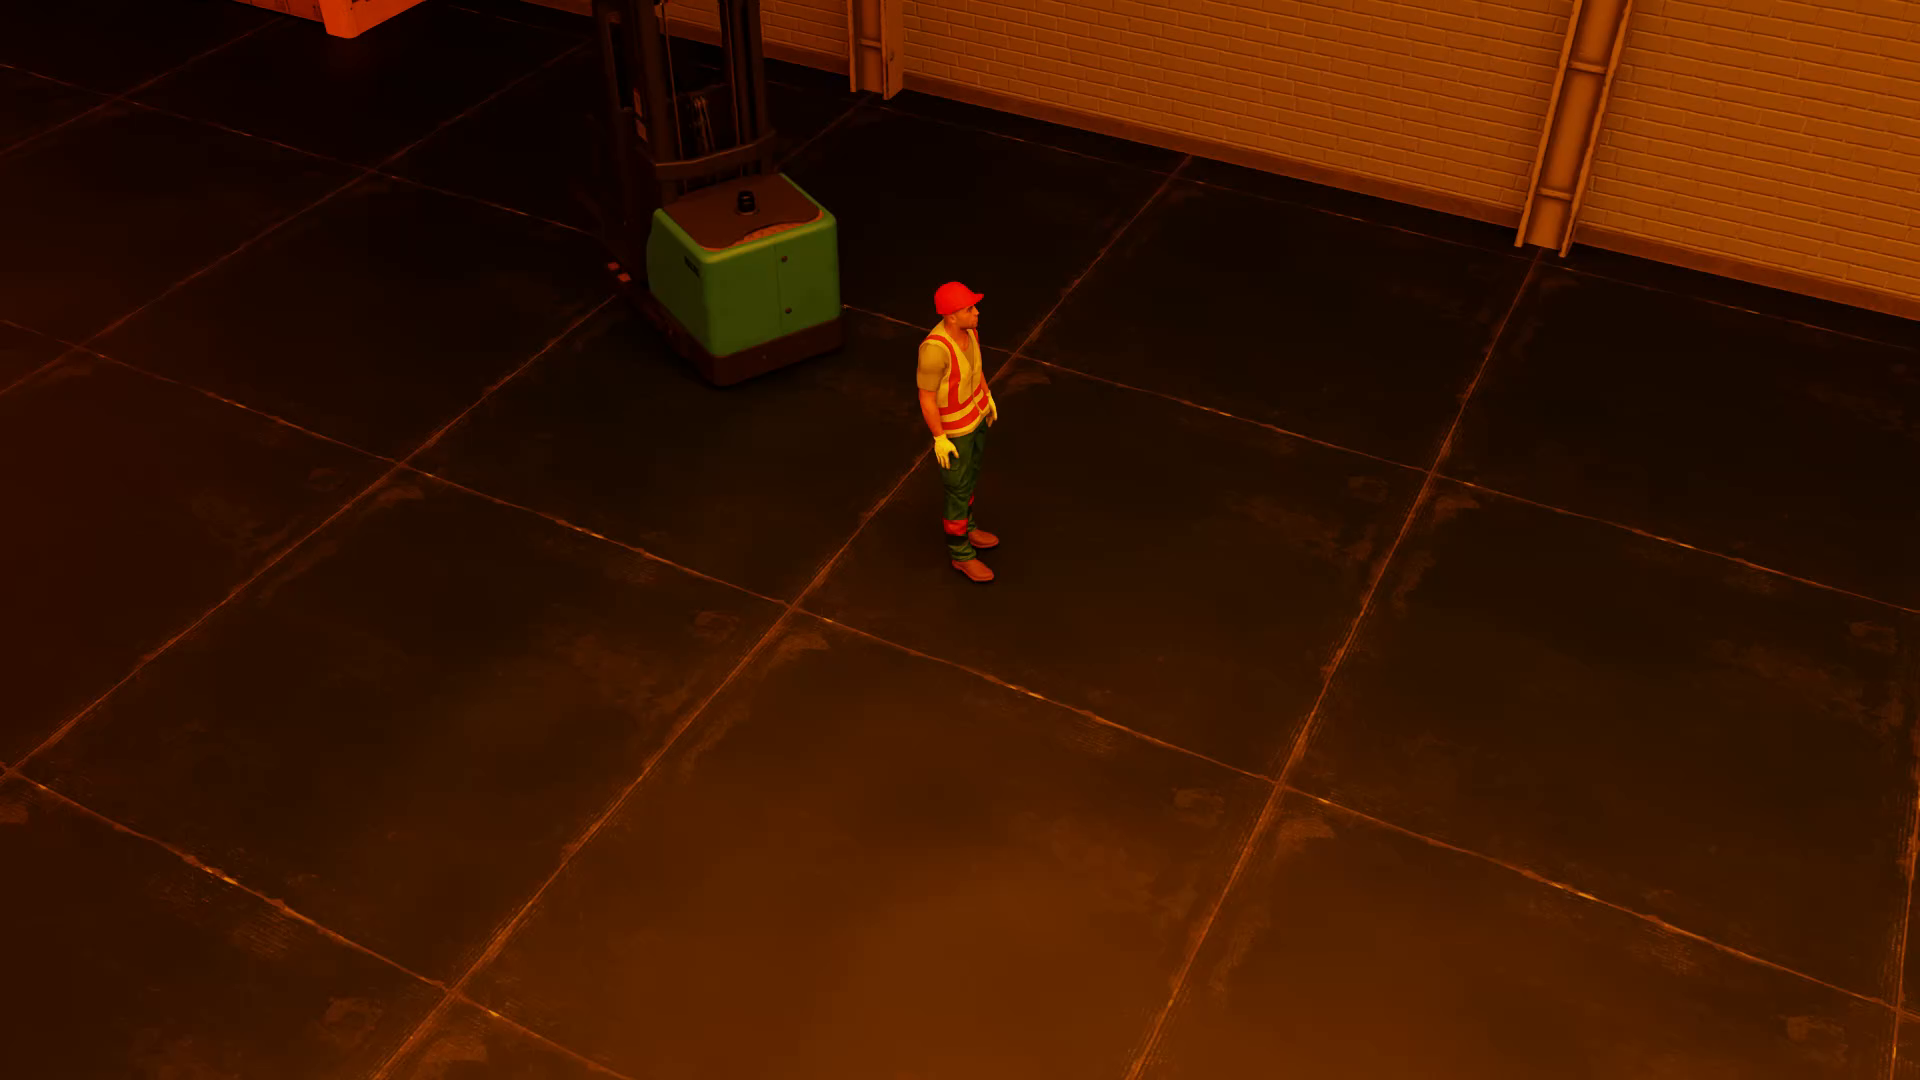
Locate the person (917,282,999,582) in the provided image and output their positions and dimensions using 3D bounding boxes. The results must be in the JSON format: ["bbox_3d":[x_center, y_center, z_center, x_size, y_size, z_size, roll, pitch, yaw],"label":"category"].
[{"bbox_3d":[0.065,-0.659,9.644,0.564,1.787,0.637,18,43,21],"label":"person"}]

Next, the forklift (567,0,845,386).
[{"bbox_3d":[-2.041,-3.096,11.663,1.130,2.935,3.031,-23,45,-25],"label":"forklift"}]
